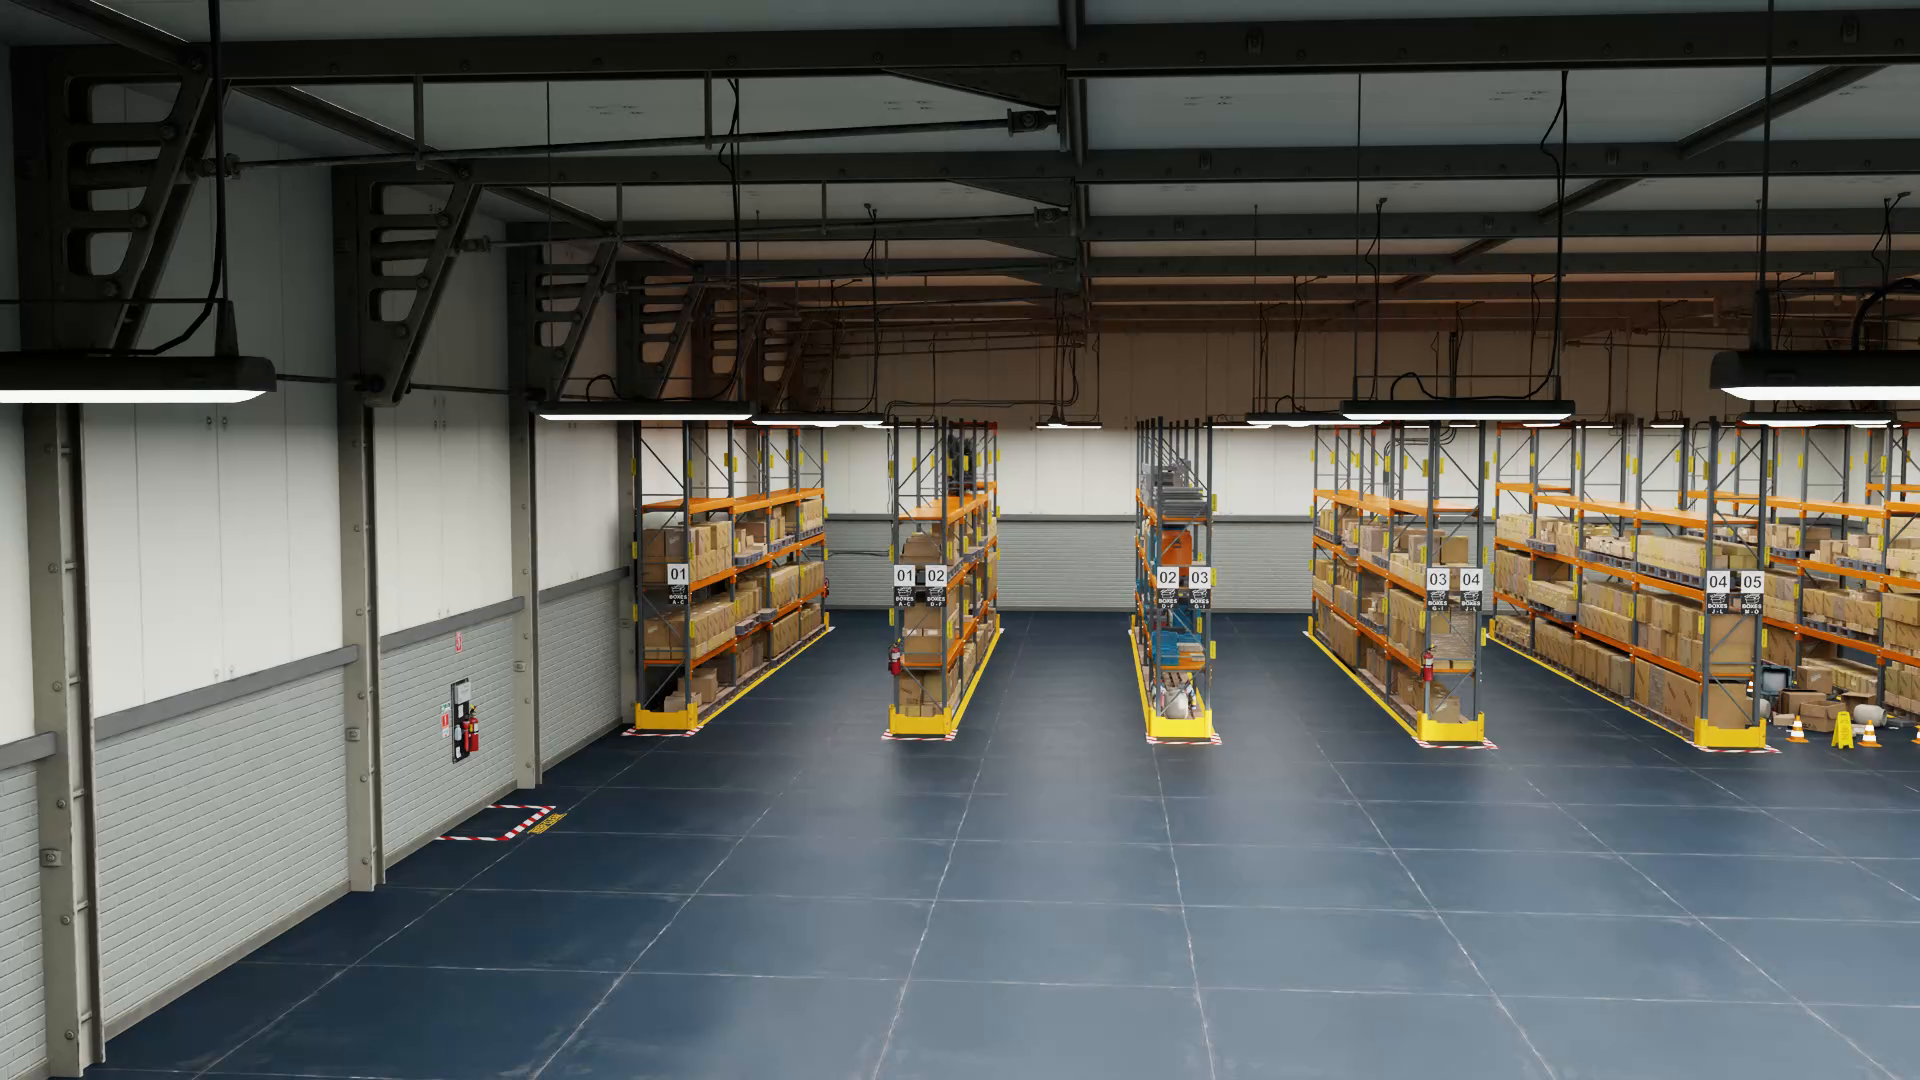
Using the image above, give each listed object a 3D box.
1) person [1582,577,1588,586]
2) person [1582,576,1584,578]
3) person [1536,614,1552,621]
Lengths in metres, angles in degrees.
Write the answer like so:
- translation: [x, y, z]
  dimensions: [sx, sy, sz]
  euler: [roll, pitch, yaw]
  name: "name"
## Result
- translation: [16.934, 1.898, 44.987]
  dimensions: [0.721, 1.765, 1.184]
  euler: [-1, 4, -13]
  name: "person"
- translation: [17.688, 1.818, 47.425]
  dimensions: [0.872, 1.574, 0.505]
  euler: [-1, 4, -9]
  name: "person"
- translation: [16.587, 1.802, 46.959]
  dimensions: [0.740, 1.756, 0.778]
  euler: [-3, 5, -40]
  name: "person"
